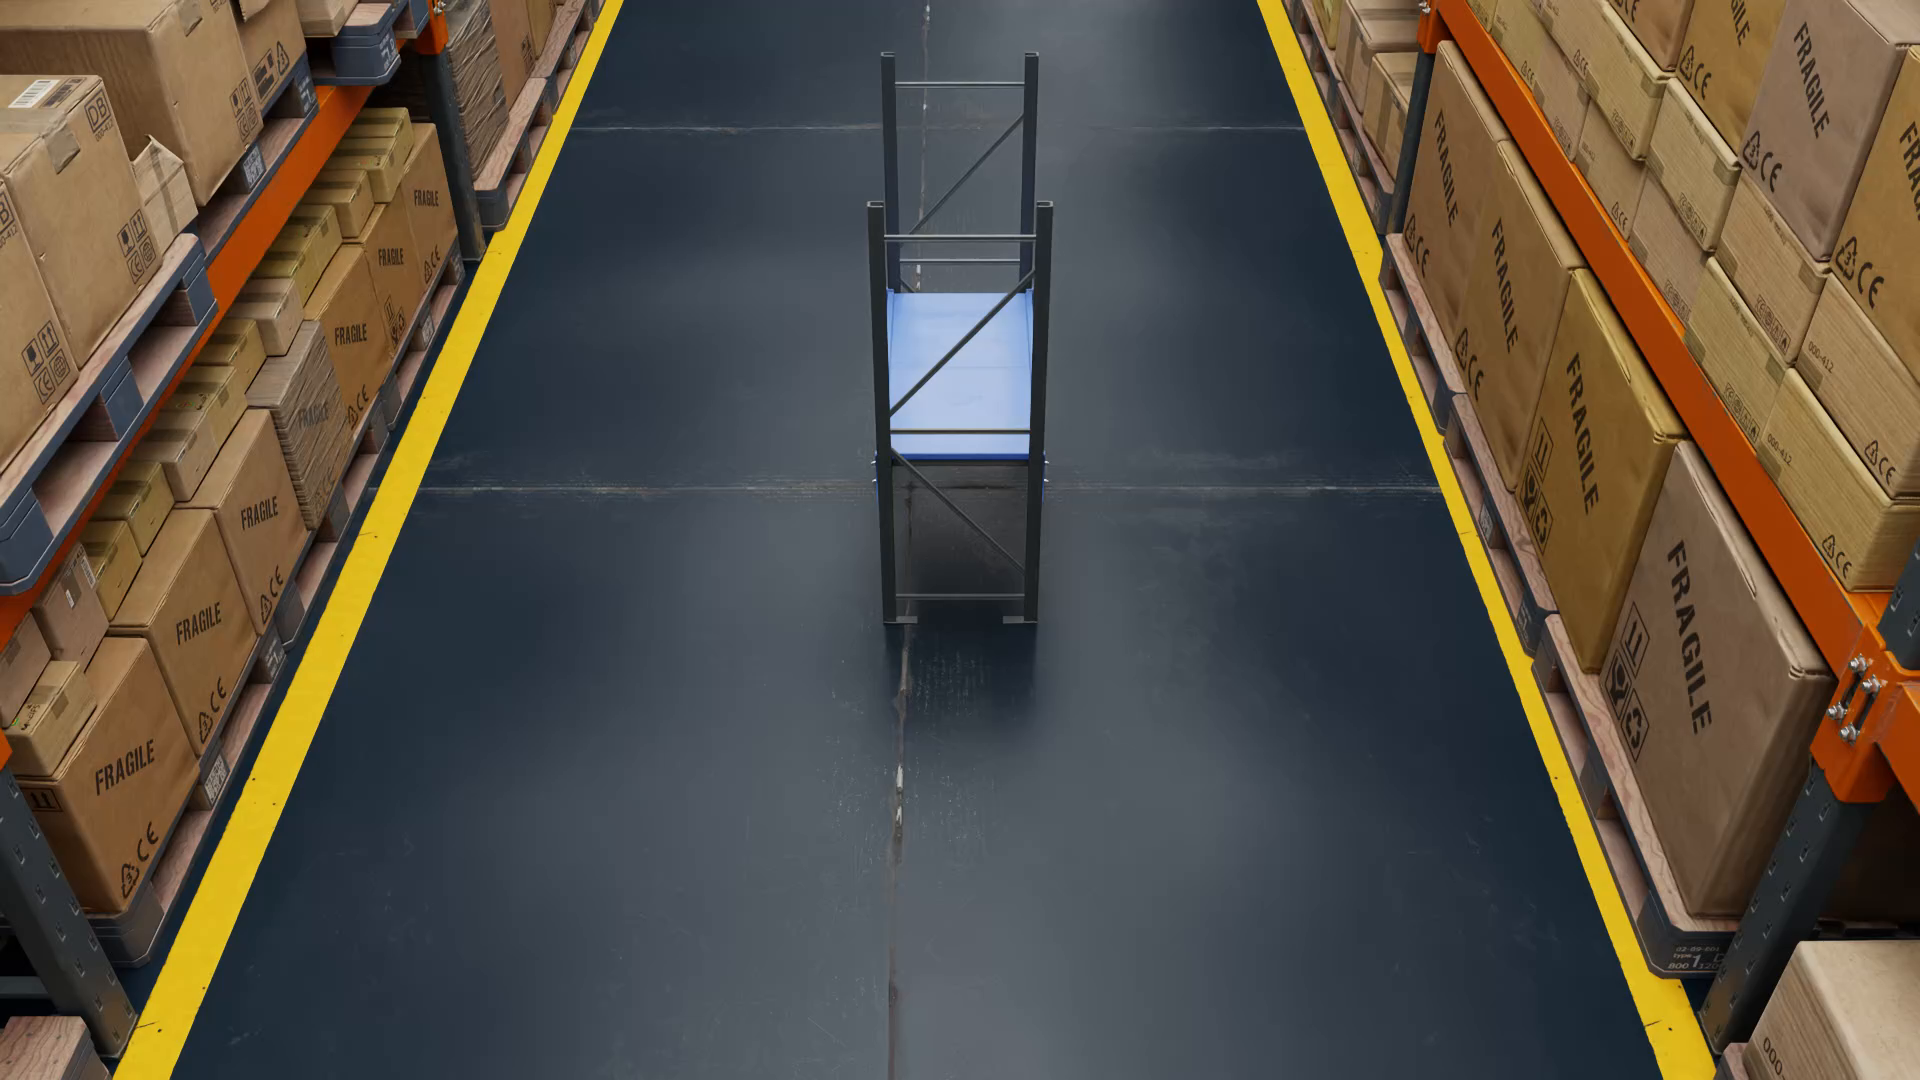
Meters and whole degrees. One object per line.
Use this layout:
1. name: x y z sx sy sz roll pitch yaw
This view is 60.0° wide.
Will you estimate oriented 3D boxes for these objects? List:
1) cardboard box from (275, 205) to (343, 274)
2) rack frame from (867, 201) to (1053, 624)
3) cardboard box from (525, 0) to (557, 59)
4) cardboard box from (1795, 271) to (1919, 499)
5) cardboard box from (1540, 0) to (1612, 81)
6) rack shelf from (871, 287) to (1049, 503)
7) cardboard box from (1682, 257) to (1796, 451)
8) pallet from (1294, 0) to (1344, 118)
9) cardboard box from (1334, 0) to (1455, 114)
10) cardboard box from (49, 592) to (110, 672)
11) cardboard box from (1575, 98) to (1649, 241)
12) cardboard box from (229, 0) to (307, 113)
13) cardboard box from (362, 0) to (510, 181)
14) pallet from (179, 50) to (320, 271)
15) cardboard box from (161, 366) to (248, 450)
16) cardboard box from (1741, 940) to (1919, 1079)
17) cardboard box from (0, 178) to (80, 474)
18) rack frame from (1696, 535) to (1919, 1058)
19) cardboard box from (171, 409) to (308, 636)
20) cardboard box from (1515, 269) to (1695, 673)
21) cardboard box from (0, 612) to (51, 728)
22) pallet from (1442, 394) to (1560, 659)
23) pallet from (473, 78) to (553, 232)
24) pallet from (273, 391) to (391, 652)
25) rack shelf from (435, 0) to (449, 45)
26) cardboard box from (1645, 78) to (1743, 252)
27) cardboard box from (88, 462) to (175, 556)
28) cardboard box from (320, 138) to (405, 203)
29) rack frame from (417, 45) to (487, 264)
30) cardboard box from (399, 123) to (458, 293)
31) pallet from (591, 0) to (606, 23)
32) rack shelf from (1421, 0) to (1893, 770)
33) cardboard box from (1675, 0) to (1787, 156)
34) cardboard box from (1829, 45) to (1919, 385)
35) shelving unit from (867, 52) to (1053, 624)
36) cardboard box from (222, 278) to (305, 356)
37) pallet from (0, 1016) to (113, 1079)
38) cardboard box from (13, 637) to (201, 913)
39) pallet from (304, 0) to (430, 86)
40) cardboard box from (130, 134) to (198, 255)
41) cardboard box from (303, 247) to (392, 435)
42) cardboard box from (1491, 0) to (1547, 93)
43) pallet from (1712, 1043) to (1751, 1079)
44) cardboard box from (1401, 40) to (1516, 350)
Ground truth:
1. cardboard box: -2.396 -1.048 5.804 0.380 0.149 0.250 1 39 1
2. rack frame: 0.000 -0.321 4.951 0.500 1.500 0.032 0 39 0
3. cardboard box: -2.588 -2.873 8.499 0.875 0.625 0.625 -2 39 -2
4. cardboard box: 2.133 -0.332 3.486 0.500 0.250 0.500 0 39 0
5. cardboard box: 2.113 -1.606 5.076 0.500 0.250 0.500 0 39 0
6. rack shelf: 0.000 -0.498 5.460 0.538 0.185 1.000 0 39 0
7. cardboard box: 2.124 -0.461 4.046 0.500 0.250 0.500 -1 39 -1
8. pallet: 2.374 -2.583 8.805 1.003 0.211 1.213 0 39 0
9. cardboard box: 2.372 -2.375 8.080 0.950 0.372 0.625 -1 39 -1
10. cardboard box: -2.399 0.246 4.188 0.380 0.149 0.250 -1 39 -1
11. cardboard box: 2.138 -1.099 4.843 0.500 0.250 0.500 0 39 0
12. cardboard box: -2.405 -1.599 4.929 0.797 0.503 0.637 -1 39 -1
13. cardboard box: -2.579 -2.043 7.464 0.875 0.625 0.625 1 39 1
14. pallet: -2.585 -1.125 4.908 1.003 0.211 1.213 0 39 0
15. cardboard box: -2.386 -0.397 4.991 0.380 0.149 0.250 1 39 2
16. cardboard box: 2.270 1.308 3.432 0.875 0.438 0.875 -1 39 -1
17. cardboard box: -2.364 -0.420 3.460 0.700 0.500 0.500 1 39 1
18. rack frame: 2.377 0.080 3.252 1.000 3.000 0.127 0 39 0
19. cardboard box: -2.369 -0.051 5.078 0.500 0.500 0.500 -1 39 -1
20. cardboard box: 2.287 -0.208 4.974 0.875 0.875 0.875 1 39 1
21. cardboard box: -2.382 0.304 3.879 0.380 0.149 0.250 -1 39 -1
22. pallet: 2.296 -0.079 5.680 1.003 0.211 1.213 0 39 0
23. pallet: -2.554 -1.842 7.880 1.003 0.211 1.213 0 39 0
24. pallet: -2.630 -0.100 5.706 1.003 0.211 1.213 0 39 0
25. rack shelf: -2.594 -3.386 8.152 1.077 0.370 4.000 0 39 0
26. cardboard box: 2.118 -0.969 4.280 0.500 0.250 0.500 1 39 1
27. cardboard box: -2.425 -0.085 4.602 0.380 0.149 0.250 -1 39 -1
28. cardboard box: -2.307 -1.378 6.215 0.380 0.149 0.250 -2 39 -2
29. rack frame: -2.592 -2.416 6.366 1.000 3.000 0.127 0 39 0
30. cardboard box: -2.376 -1.340 6.686 0.500 0.500 0.500 1 39 1
31. pallet: -2.557 -3.368 9.784 1.003 0.211 1.213 0 39 0
32. rack shelf: 2.374 -0.890 5.038 1.077 0.370 4.000 0 39 0
33. cardboard box: 2.136 -1.269 4.056 0.500 0.500 0.500 1 39 1
34. cardboard box: 2.125 -0.629 3.256 0.500 0.500 0.500 1 39 1
35. shelving unit: 0.000 -0.639 5.348 0.538 1.500 1.048 0 39 0
36. cardboard box: -2.364 -0.719 5.393 0.380 0.149 0.250 -2 39 -2
37. pallet: -2.587 1.603 3.581 1.003 0.211 1.213 0 39 0
38. cardboard box: -2.363 0.595 4.273 0.500 0.500 0.500 2 39 2
39. pallet: -2.521 -1.917 5.897 1.213 0.211 1.003 0 39 0
40. cardboard box: -2.205 -0.895 4.240 0.396 0.266 0.258 2 39 2
41. cardboard box: -2.383 -0.700 5.888 0.500 0.500 0.500 2 39 2
42. cardboard box: 2.139 -1.736 5.637 0.500 0.250 0.500 -1 39 -1
43. pallet: 2.299 1.643 3.530 1.003 0.211 1.213 0 39 0
44. cardboard box: 2.290 -1.324 6.367 0.875 0.875 0.875 0 39 0
